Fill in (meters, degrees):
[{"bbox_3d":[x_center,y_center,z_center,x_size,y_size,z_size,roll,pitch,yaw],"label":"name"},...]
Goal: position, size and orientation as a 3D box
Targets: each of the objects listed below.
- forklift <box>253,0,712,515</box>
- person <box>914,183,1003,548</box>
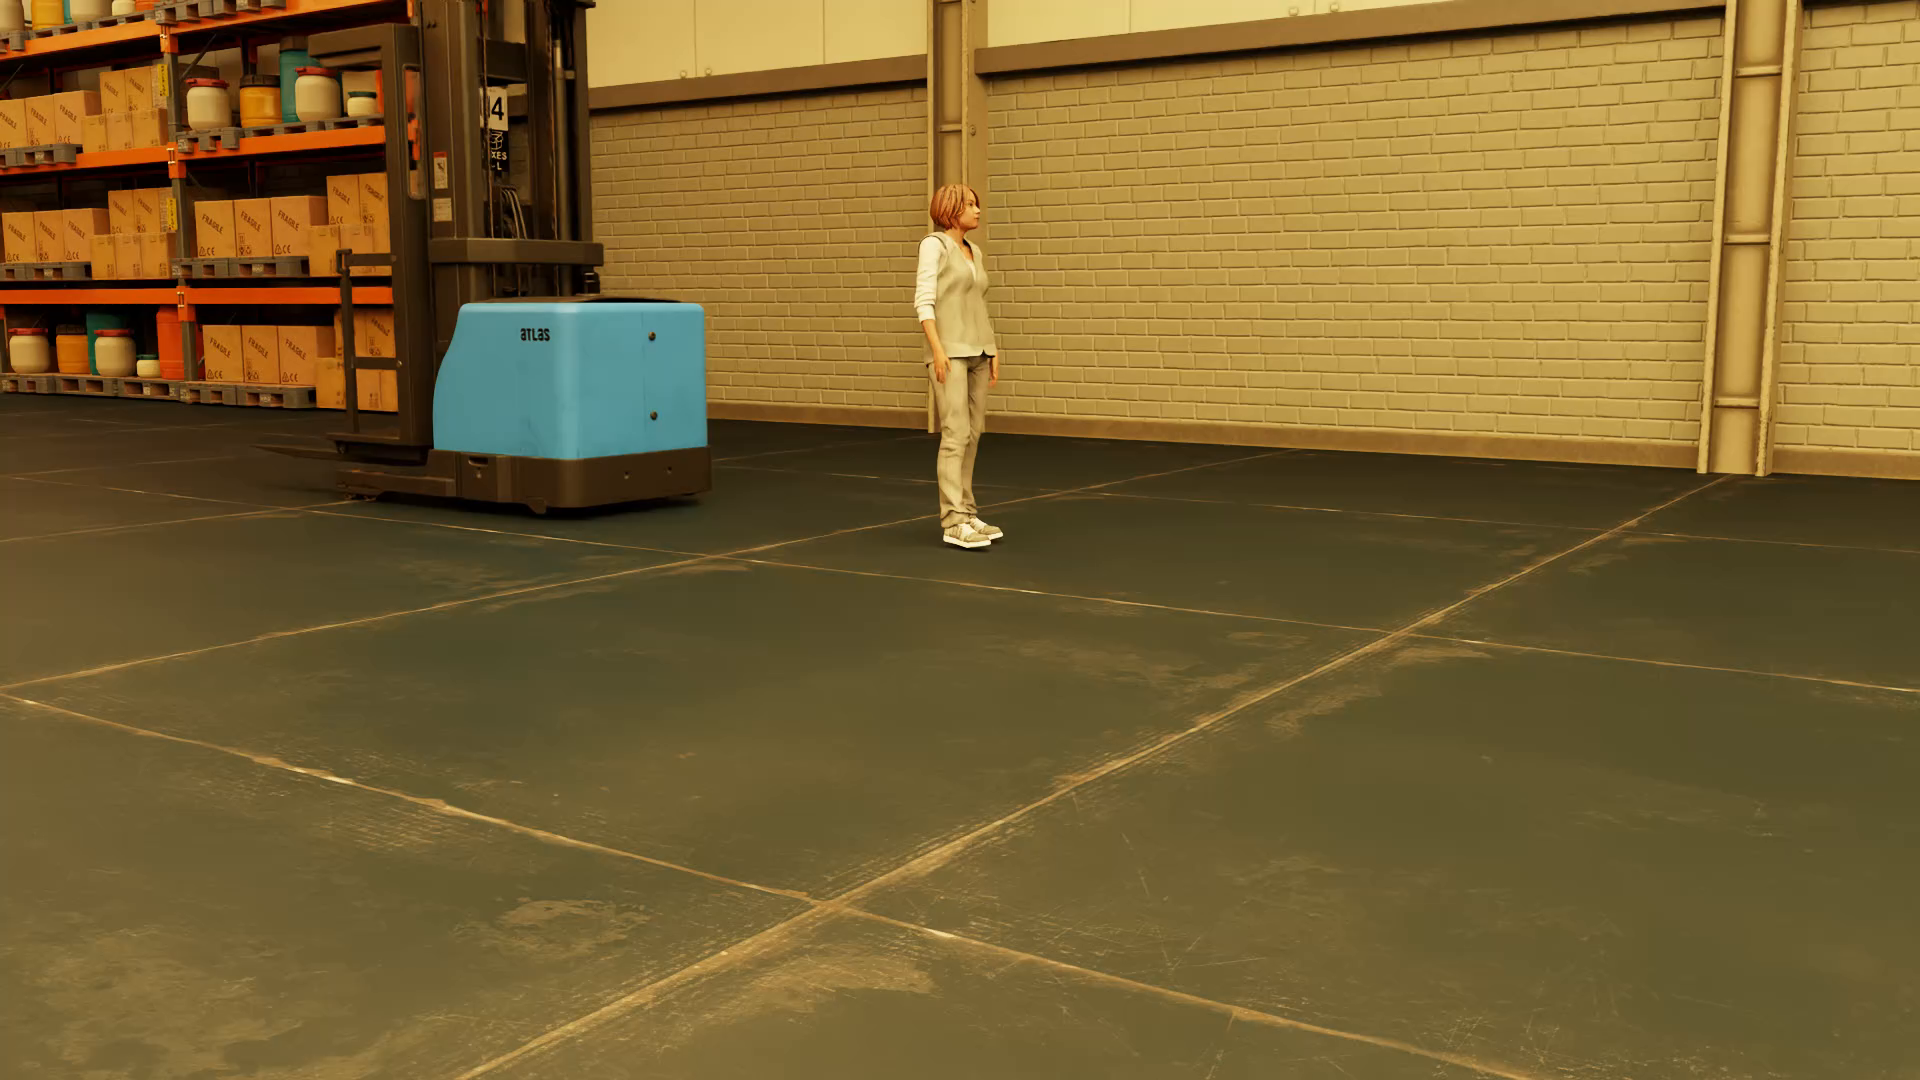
[{"bbox_3d":[-2.838,-1.715,9.250,3.031,2.935,1.130,6,10,35],"label":"forklift"},{"bbox_3d":[0.054,-0.790,7.438,0.473,1.599,0.521,5,10,34],"label":"person"}]
